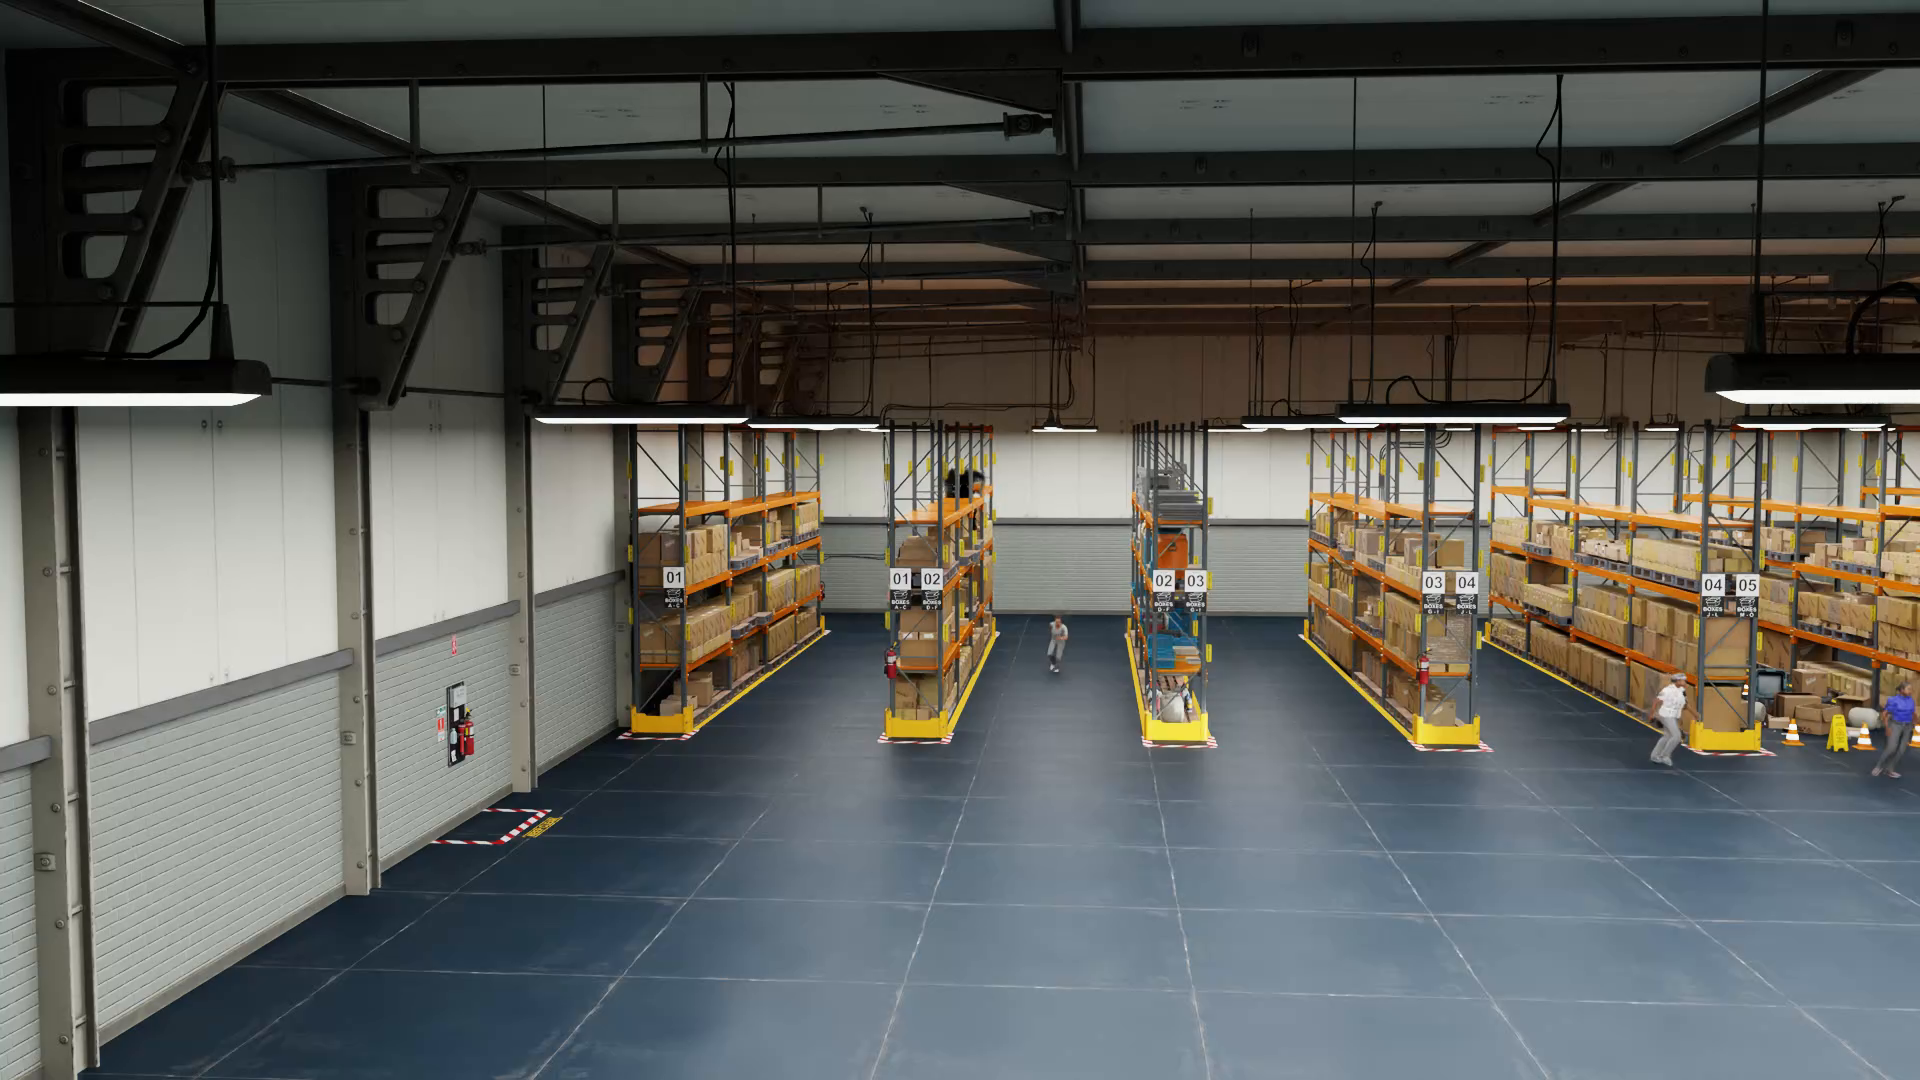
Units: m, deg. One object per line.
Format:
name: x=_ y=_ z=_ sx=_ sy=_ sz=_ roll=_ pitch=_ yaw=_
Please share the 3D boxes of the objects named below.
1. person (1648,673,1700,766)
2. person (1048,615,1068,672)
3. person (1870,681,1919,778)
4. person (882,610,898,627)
person: x=12.333 y=3.080 z=28.739 sx=0.557 sy=1.617 sz=0.785 roll=-3 pitch=4 yaw=-35
person: x=2.330 y=2.487 z=39.693 sx=0.574 sy=1.425 sz=0.942 roll=1 pitch=4 yaw=16
person: x=15.591 y=3.161 z=27.649 sx=0.708 sy=1.634 sz=0.586 roll=-1 pitch=4 yaw=-13
person: x=-1.798 y=1.825 z=48.729 sx=1.004 sy=1.722 sz=0.712 roll=0 pitch=4 yaw=5
